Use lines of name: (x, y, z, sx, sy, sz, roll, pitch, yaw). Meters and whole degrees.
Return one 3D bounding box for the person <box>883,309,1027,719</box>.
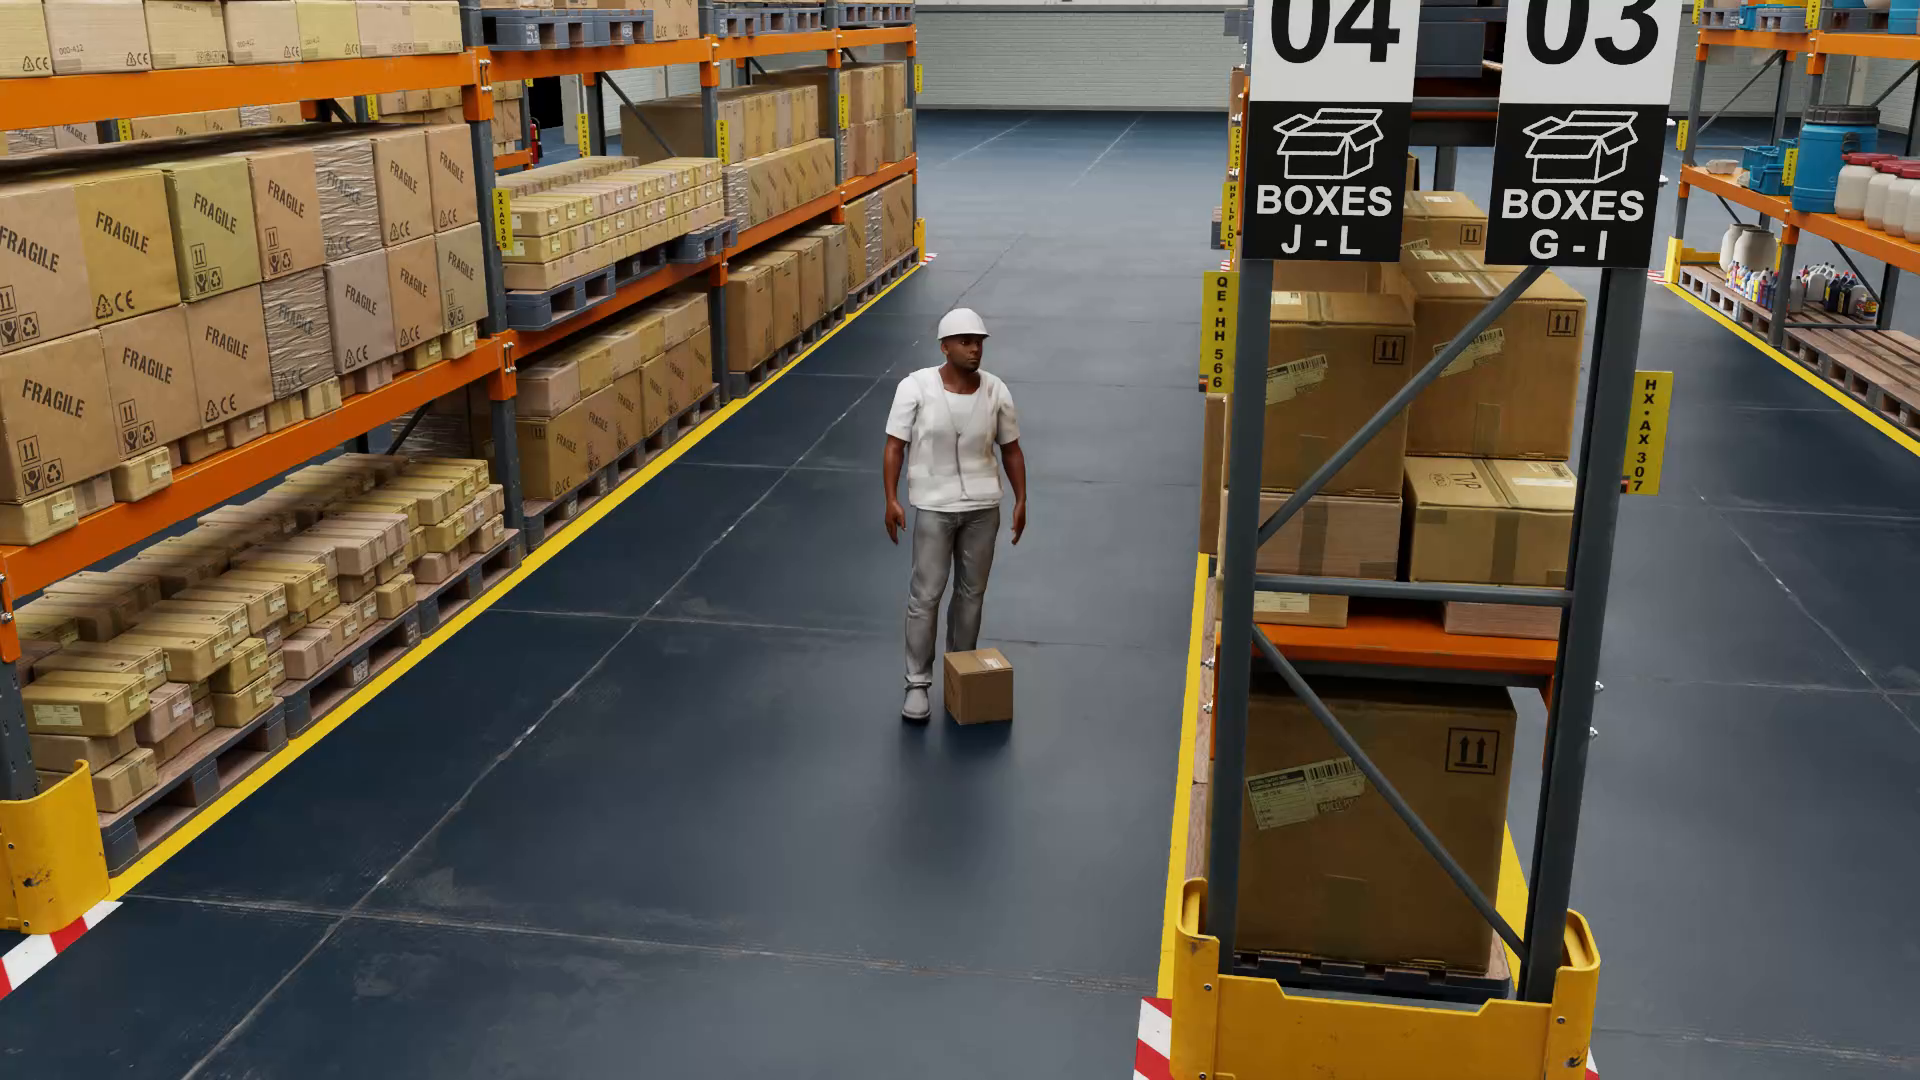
person: (0.000, -0.131, 7.392, 0.666, 1.766, 0.577, -5, 18, -15)
